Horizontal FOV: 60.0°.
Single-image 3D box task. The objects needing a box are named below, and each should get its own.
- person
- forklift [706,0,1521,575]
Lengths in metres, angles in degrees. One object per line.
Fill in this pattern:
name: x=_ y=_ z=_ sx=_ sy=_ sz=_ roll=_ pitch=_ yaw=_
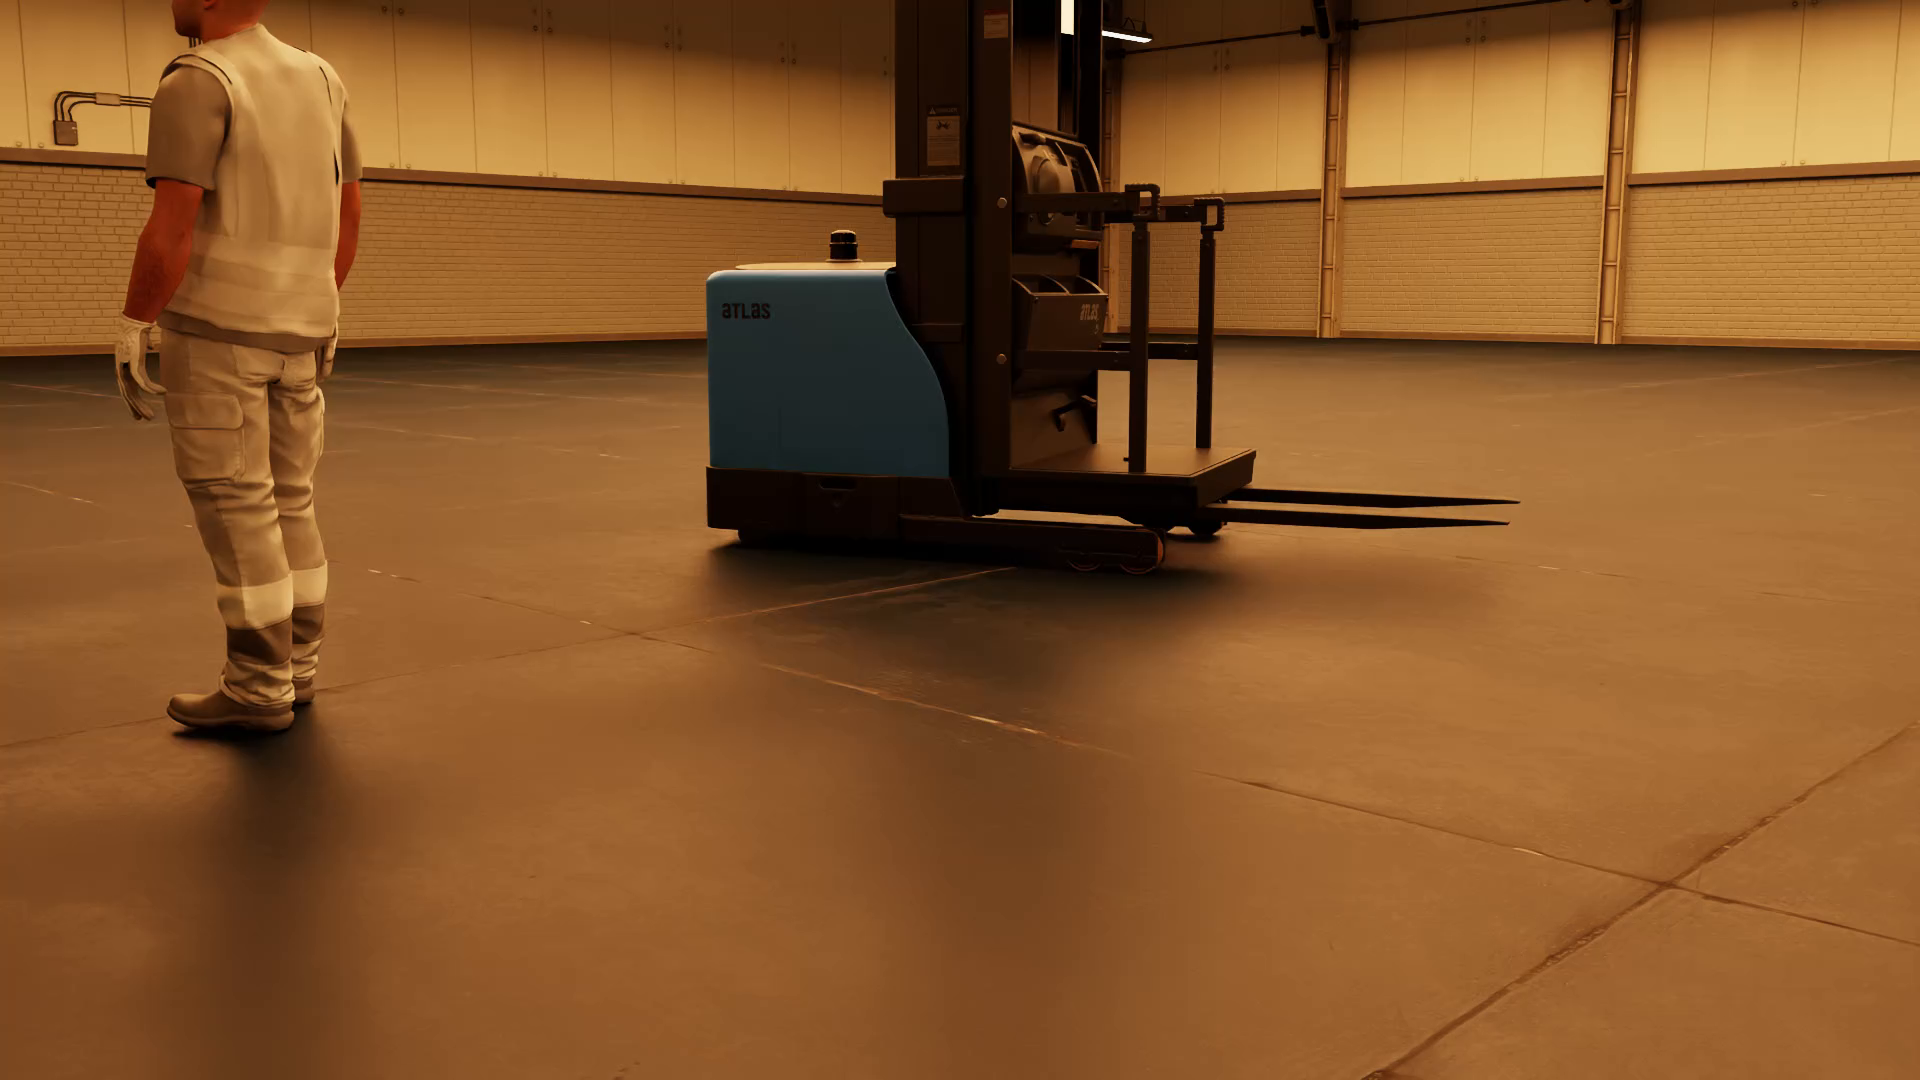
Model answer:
person: x=-1.660 y=-0.462 z=3.724 sx=0.566 sy=1.786 sz=0.637 roll=3 pitch=9 yaw=19
forklift: x=0.565 y=-1.416 z=6.275 sx=3.031 sy=2.935 sz=1.130 roll=3 pitch=9 yaw=22
